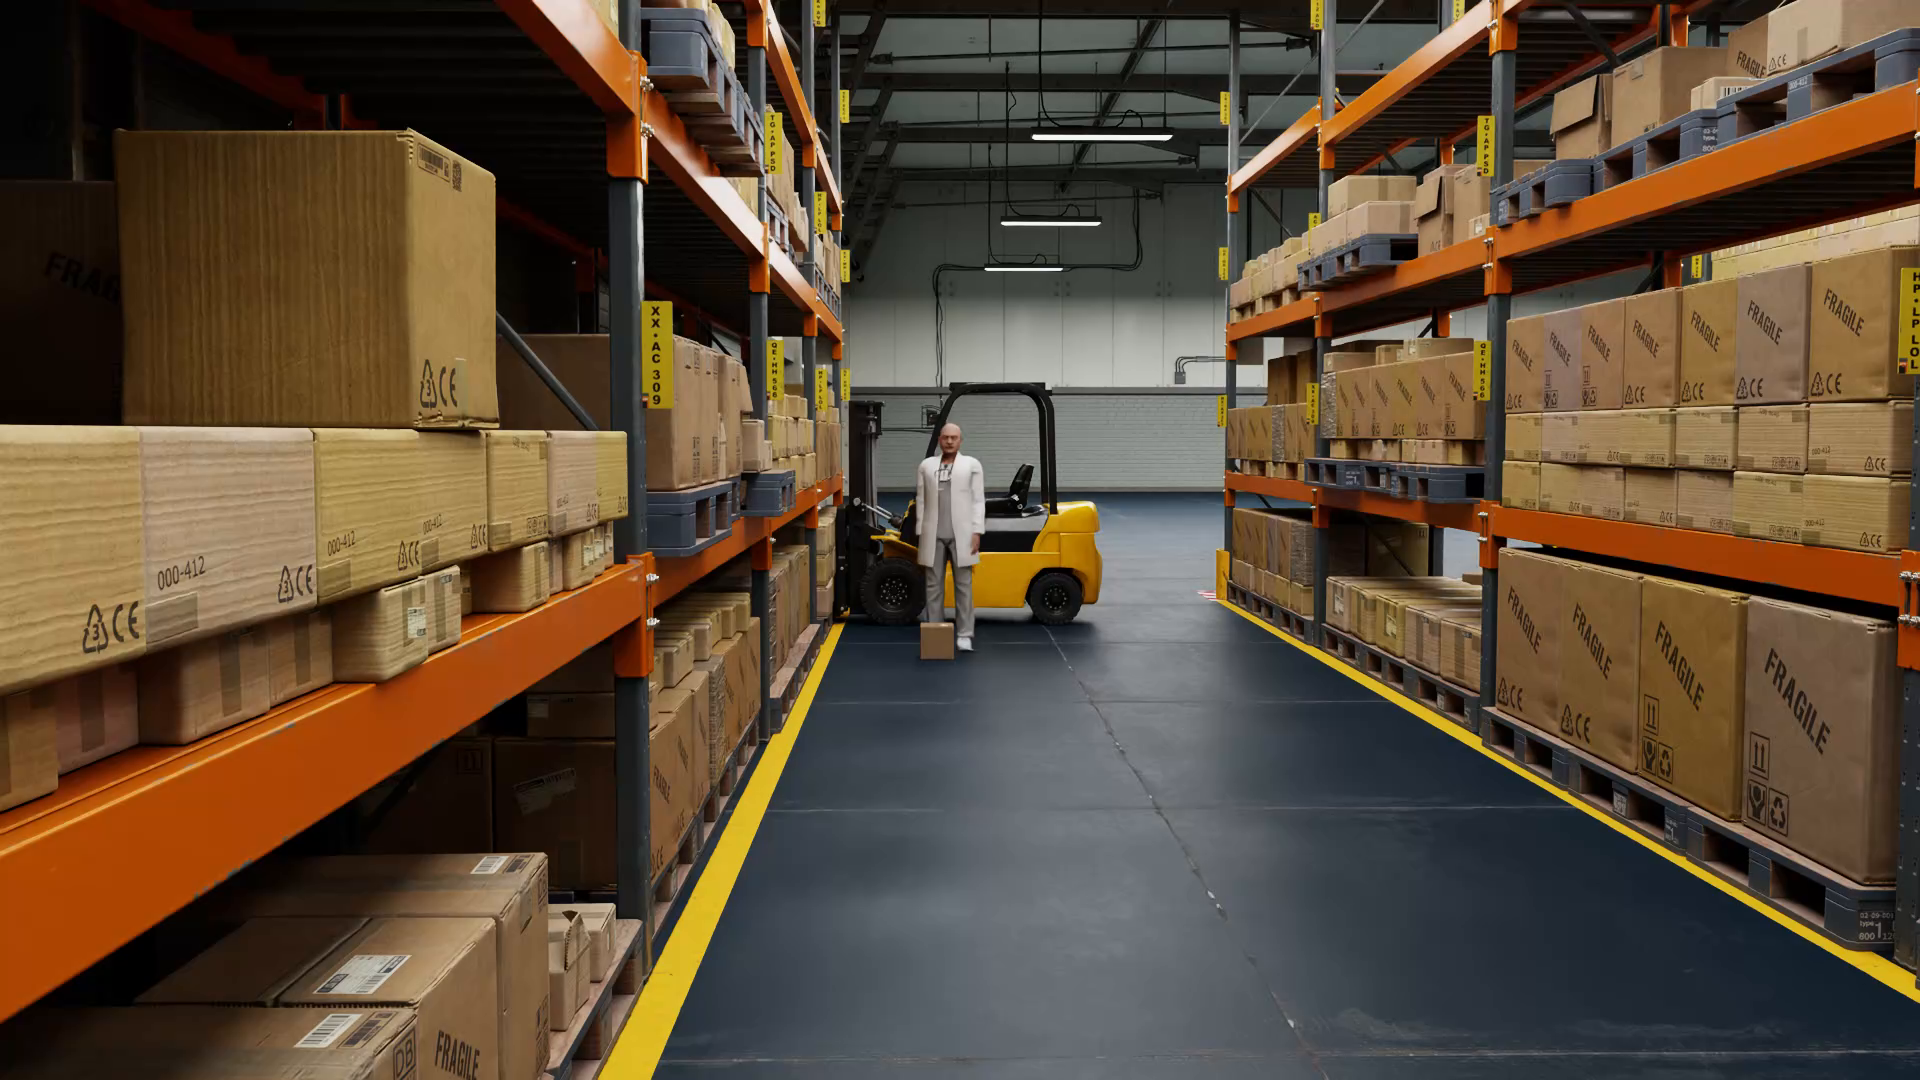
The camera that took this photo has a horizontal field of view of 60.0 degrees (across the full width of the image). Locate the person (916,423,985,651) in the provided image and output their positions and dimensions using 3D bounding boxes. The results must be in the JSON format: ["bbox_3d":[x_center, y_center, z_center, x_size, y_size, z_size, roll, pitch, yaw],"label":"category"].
[{"bbox_3d":[-0.082,-0.025,13.076,0.561,1.781,0.380,1,4,10],"label":"person"}]
